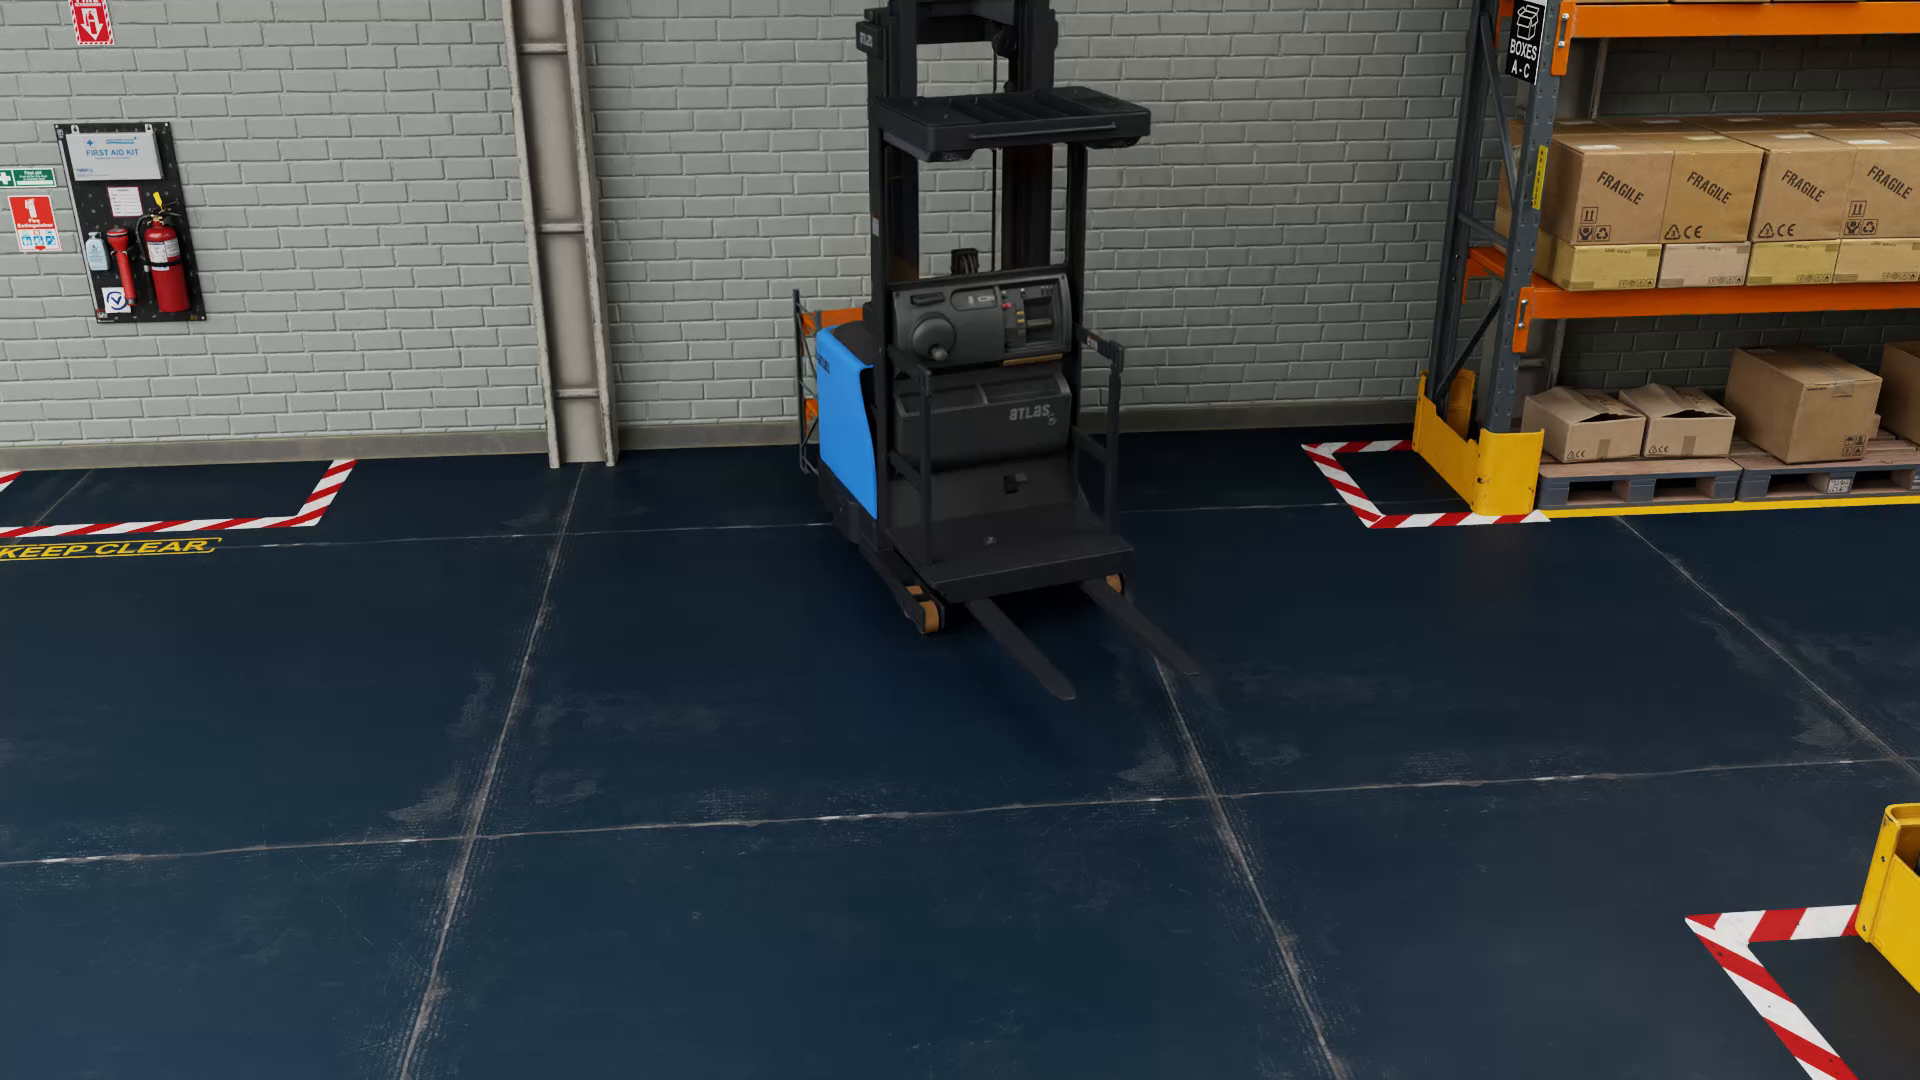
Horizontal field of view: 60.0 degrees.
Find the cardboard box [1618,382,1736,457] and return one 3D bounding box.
[{"bbox_3d":[4.281,-0.732,9.972,0.500,0.311,0.500,0,24,-1],"label":"cardboard box"}]

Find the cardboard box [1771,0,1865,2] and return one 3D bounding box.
[{"bbox_3d":[4.428,-3.112,8.719,0.500,0.500,0.500,-1,24,-3],"label":"cardboard box"}]

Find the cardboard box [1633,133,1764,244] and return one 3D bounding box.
[{"bbox_3d":[4.014,-1.942,9.162,0.500,0.500,0.500,-2,24,-5],"label":"cardboard box"}]

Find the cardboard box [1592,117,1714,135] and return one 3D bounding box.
[{"bbox_3d":[3.967,-2.149,9.629,0.500,0.500,0.500,-2,24,-4],"label":"cardboard box"}]

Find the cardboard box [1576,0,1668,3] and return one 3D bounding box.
[{"bbox_3d":[3.374,-3.083,8.652,0.500,0.500,0.500,-2,24,-4],"label":"cardboard box"}]

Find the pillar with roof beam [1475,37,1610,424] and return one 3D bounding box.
[{"bbox_3d":[4.051,-3.124,5.200,0.400,9.000,9.100,-2,24,-5],"label":"pillar with roof beam"}]

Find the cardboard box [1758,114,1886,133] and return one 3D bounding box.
[{"bbox_3d":[4.982,-2.192,9.725,0.500,0.500,0.500,-2,24,-4],"label":"cardboard box"}]

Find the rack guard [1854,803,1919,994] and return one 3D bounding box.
[{"bbox_3d":[3.483,1.400,5.485,0.348,0.500,1.175,-2,24,-5],"label":"rack guard"}]

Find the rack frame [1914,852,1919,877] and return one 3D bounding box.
[{"bbox_3d":[3.507,0.257,4.979,0.127,3.000,1.000,-2,24,-5],"label":"rack frame"}]

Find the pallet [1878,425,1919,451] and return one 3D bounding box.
[{"bbox_3d":[6.332,-0.590,10.317,1.213,0.211,1.003,-2,24,-5],"label":"pallet"}]

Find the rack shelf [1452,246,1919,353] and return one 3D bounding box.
[{"bbox_3d":[5.007,-1.496,9.809,4.000,0.370,1.077,-2,24,-5],"label":"rack shelf"}]

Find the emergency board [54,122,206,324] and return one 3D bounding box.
[{"bbox_3d":[-4.806,-1.800,9.607,0.643,1.169,0.194,-2,24,-5],"label":"emergency board"}]

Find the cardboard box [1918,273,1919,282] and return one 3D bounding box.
[{"bbox_3d":[5.560,-1.661,9.454,0.500,0.250,0.500,-2,24,-5],"label":"cardboard box"}]

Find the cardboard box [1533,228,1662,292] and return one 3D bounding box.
[{"bbox_3d":[3.533,-1.577,9.265,0.500,0.250,0.500,-3,24,-7],"label":"cardboard box"}]

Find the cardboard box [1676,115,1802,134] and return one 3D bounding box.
[{"bbox_3d":[4.481,-2.172,9.680,0.500,0.500,0.500,-3,24,-7],"label":"cardboard box"}]

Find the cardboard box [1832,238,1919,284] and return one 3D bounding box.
[{"bbox_3d":[5.059,-1.641,9.408,0.500,0.250,0.500,-2,24,-5],"label":"cardboard box"}]

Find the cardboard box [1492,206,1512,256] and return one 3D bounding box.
[{"bbox_3d":[3.463,-1.783,9.728,0.500,0.250,0.500,-2,24,-4],"label":"cardboard box"}]

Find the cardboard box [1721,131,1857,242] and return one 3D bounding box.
[{"bbox_3d":[4.529,-1.960,9.203,0.500,0.500,0.500,-3,24,-7],"label":"cardboard box"}]

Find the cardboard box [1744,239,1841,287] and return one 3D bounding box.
[{"bbox_3d":[4.556,-1.621,9.365,0.500,0.250,0.500,-3,24,-6],"label":"cardboard box"}]

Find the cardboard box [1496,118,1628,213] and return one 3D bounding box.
[{"bbox_3d":[3.465,-2.133,9.593,0.500,0.500,0.500,-3,24,-6],"label":"cardboard box"}]

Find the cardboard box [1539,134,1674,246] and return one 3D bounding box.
[{"bbox_3d":[3.521,-1.926,9.127,0.500,0.500,0.500,-2,24,-5],"label":"cardboard box"}]

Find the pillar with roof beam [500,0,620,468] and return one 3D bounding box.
[{"bbox_3d":[-1.920,-2.885,4.661,0.400,9.000,9.100,-2,24,-5],"label":"pillar with roof beam"}]

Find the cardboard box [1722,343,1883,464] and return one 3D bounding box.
[{"bbox_3d":[5.016,-0.827,9.954,0.500,0.500,0.700,-4,24,-8],"label":"cardboard box"}]

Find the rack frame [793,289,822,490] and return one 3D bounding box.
[{"bbox_3d":[-0.884,-0.871,9.823,0.032,1.125,0.500,-9,25,-19],"label":"rack frame"}]

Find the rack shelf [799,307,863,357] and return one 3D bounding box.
[{"bbox_3d":[-0.409,-1.212,9.869,1.000,0.278,0.538,-9,25,-19],"label":"rack shelf"}]

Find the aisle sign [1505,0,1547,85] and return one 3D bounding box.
[{"bbox_3d":[2.974,-2.809,8.676,0.004,0.787,0.394,-2,24,-5],"label":"aisle sign"}]

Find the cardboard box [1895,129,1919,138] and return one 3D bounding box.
[{"bbox_3d":[5.559,-2.006,9.308,0.500,0.500,0.500,-3,24,-7],"label":"cardboard box"}]

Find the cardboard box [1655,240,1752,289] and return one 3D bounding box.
[{"bbox_3d":[4.049,-1.603,9.325,0.500,0.250,0.500,-3,24,-7],"label":"cardboard box"}]

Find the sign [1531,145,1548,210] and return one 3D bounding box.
[{"bbox_3d":[3.070,-1.922,8.814,0.005,0.325,0.100,-2,24,-5],"label":"sign"}]

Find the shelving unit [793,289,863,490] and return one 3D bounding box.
[{"bbox_3d":[-0.409,-0.944,9.987,1.048,1.125,0.538,-9,25,-19],"label":"shelving unit"}]

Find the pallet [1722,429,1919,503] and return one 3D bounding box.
[{"bbox_3d":[5.115,-0.540,10.204,1.213,0.211,1.003,-2,24,-5],"label":"pallet"}]

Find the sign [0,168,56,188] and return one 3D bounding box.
[{"bbox_3d":[-5.361,-2.075,9.528,0.331,0.109,0.001,-2,24,-5],"label":"sign"}]

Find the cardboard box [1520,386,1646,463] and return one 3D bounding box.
[{"bbox_3d":[3.714,-0.709,9.920,0.500,0.311,0.500,-5,24,-11],"label":"cardboard box"}]

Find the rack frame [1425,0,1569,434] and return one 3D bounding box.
[{"bbox_3d":[3.016,-1.745,9.483,0.127,3.000,1.000,-2,24,-5],"label":"rack frame"}]

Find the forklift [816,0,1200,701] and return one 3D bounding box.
[{"bbox_3d":[0.197,-1.068,8.044,1.130,2.935,3.031,-9,26,-20],"label":"forklift"}]

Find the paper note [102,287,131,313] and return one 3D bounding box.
[{"bbox_3d":[-4.989,-1.418,9.833,0.142,0.148,0.016,-2,24,-5],"label":"paper note"}]

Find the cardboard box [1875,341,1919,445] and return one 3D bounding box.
[{"bbox_3d":[5.968,-0.906,10.131,0.500,0.500,0.500,-4,24,-9],"label":"cardboard box"}]

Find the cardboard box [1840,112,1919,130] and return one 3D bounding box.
[{"bbox_3d":[5.497,-2.217,9.782,0.500,0.500,0.500,-2,24,-4],"label":"cardboard box"}]

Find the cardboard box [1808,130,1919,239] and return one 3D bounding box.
[{"bbox_3d":[5.041,-1.985,9.260,0.500,0.500,0.500,-2,24,-3],"label":"cardboard box"}]

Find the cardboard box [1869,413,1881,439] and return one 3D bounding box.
[{"bbox_3d":[5.403,-0.747,10.207,0.250,0.149,0.380,-4,24,-9],"label":"cardboard box"}]

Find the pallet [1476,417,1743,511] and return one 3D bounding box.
[{"bbox_3d":[3.904,-0.492,10.097,1.213,0.211,1.003,-2,24,-5],"label":"pallet"}]

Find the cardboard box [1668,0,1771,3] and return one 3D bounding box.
[{"bbox_3d":[3.912,-3.090,8.668,0.500,0.500,0.500,-1,24,-2],"label":"cardboard box"}]

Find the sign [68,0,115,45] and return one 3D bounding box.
[{"bbox_3d":[-4.824,-2.899,9.226,0.199,0.298,0.001,-2,24,-5],"label":"sign"}]

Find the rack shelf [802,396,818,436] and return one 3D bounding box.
[{"bbox_3d":[-0.409,-0.721,10.086,1.000,0.278,0.538,-9,25,-19],"label":"rack shelf"}]

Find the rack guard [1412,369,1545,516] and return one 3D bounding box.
[{"bbox_3d":[3.092,-0.606,9.998,0.348,0.500,1.175,-2,24,-5],"label":"rack guard"}]

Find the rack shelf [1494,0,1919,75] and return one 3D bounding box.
[{"bbox_3d":[5.007,-2.867,9.200,4.000,0.370,1.077,-2,24,-5],"label":"rack shelf"}]

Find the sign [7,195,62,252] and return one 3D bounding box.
[{"bbox_3d":[-5.366,-1.836,9.644,0.234,0.329,0.001,-2,24,-5],"label":"sign"}]
